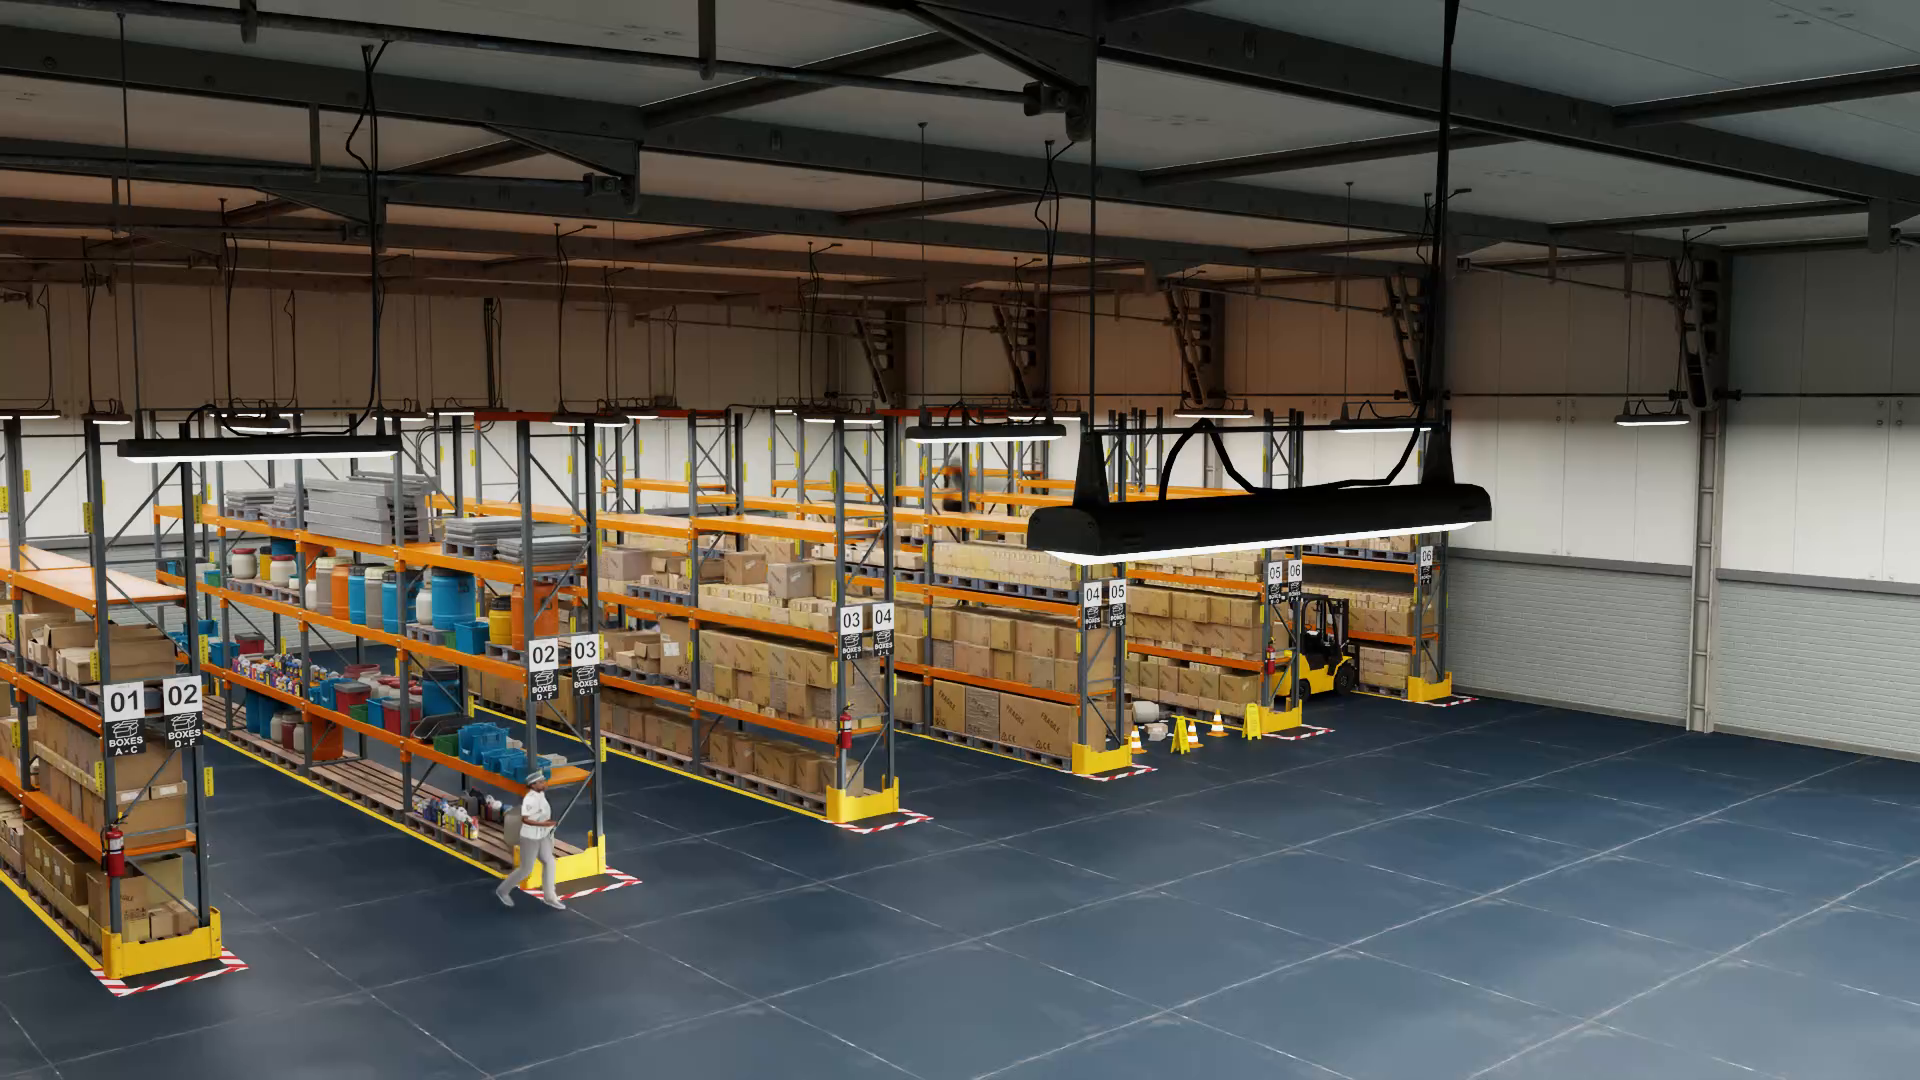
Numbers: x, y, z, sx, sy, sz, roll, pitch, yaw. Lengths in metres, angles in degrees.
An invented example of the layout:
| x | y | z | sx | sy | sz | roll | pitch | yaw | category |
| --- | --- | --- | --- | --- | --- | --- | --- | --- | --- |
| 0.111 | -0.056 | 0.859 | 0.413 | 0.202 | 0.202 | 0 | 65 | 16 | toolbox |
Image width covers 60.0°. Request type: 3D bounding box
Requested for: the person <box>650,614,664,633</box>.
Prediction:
| x | y | z | sx | sy | sz | roll | pitch | yaw | category |
| --- | --- | --- | --- | --- | --- | --- | --- | --- | --- |
| -6.333 | 2.382 | 35.500 | 0.613 | 1.578 | 1.037 | -4 | 6 | -38 | person |

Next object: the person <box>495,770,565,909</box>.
| x | y | z | sx | sy | sz | roll | pitch | yaw | category |
| --- | --- | --- | --- | --- | --- | --- | --- | --- | --- |
| -5.264 | 3.677 | 20.507 | 0.879 | 1.701 | 0.606 | 1 | 5 | 8 | person |

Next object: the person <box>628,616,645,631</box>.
| x | y | z | sx | sy | sz | roll | pitch | yaw | category |
| --- | --- | --- | --- | --- | --- | --- | --- | --- | --- |
| -8.185 | 1.806 | 41.642 | 0.663 | 1.748 | 0.780 | 4 | 6 | 36 | person |

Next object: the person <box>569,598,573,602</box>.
| x | y | z | sx | sy | sz | roll | pitch | yaw | category |
| --- | --- | --- | --- | --- | --- | --- | --- | --- | --- |
| -8.949 | 2.157 | 38.361 | 0.596 | 1.621 | 0.554 | -3 | 6 | -27 | person |
